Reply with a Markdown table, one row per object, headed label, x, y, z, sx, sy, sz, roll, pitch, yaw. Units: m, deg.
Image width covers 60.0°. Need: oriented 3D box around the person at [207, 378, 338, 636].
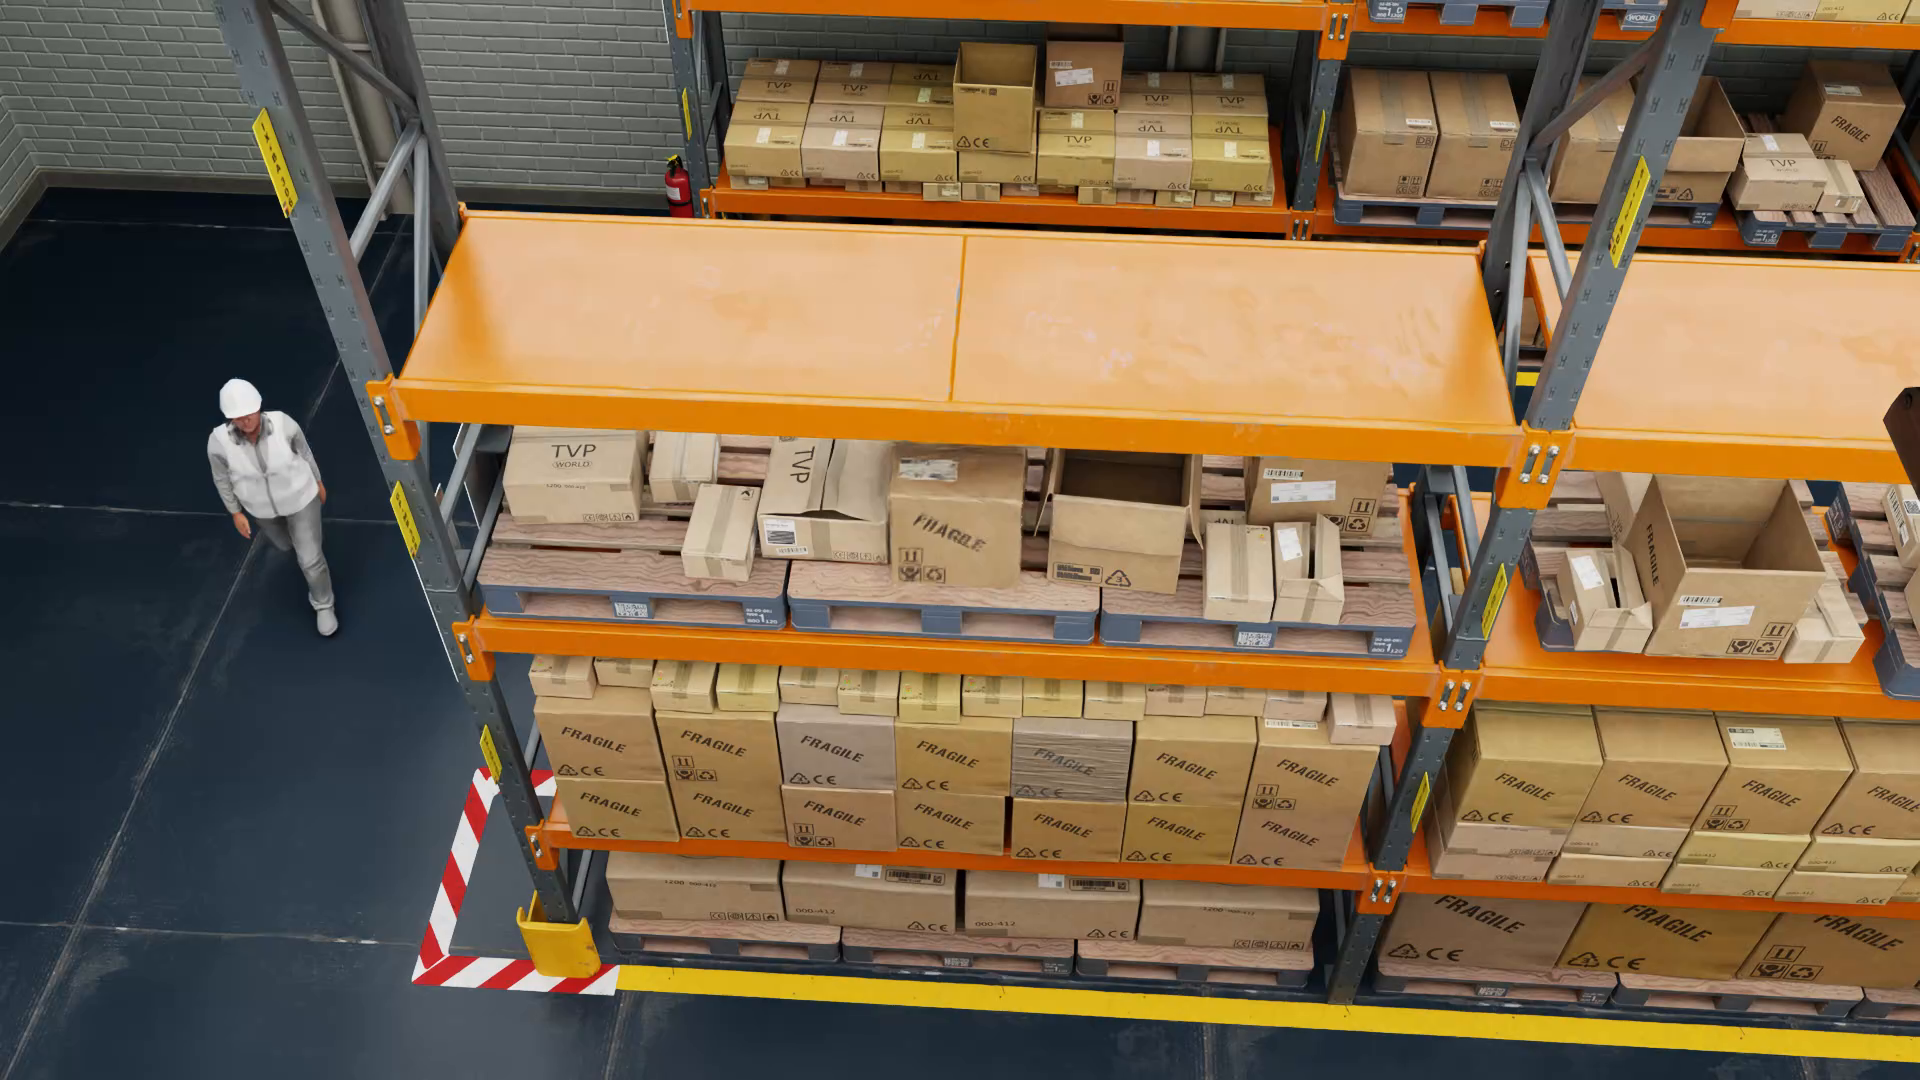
| label | x | y | z | sx | sy | sz | roll | pitch | yaw |
| --- | --- | --- | --- | --- | --- | --- | --- | --- | --- |
| person | -4.043 | -0.295 | 9.828 | 0.533 | 1.744 | 0.930 | -7 | 48 | -7 |
